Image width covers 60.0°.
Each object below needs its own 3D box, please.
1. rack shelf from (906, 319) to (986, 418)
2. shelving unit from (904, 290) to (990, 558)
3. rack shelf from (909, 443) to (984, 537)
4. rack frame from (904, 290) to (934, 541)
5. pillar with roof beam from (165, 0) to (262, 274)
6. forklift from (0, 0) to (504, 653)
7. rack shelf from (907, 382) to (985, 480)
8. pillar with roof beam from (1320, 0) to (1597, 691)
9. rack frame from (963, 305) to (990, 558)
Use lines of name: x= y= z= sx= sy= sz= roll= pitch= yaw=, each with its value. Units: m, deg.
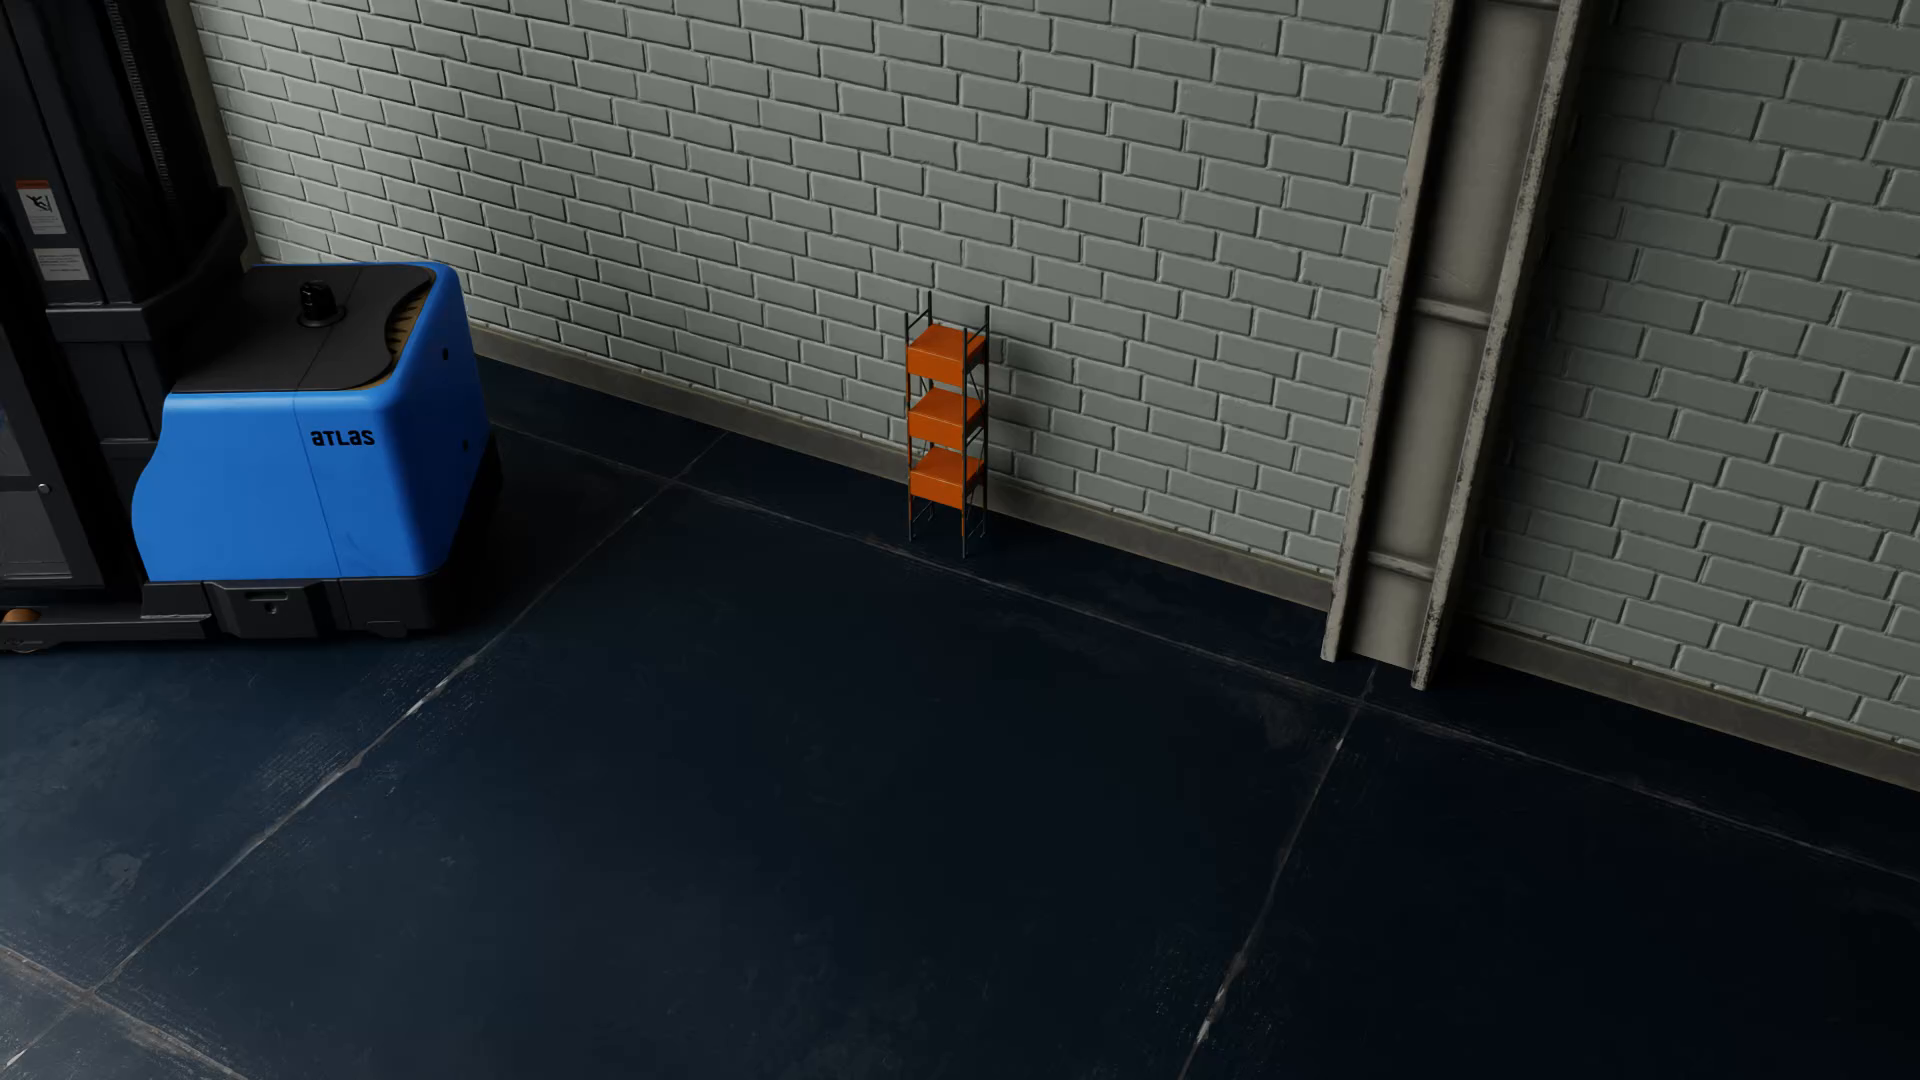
rack shelf: x=-0.048 y=-0.651 z=6.287 sx=0.240 sy=0.259 sz=0.215 roll=17 pitch=41 yaw=21
shelving unit: x=-0.048 y=-0.433 z=6.452 sx=0.252 sy=1.050 sz=0.215 roll=17 pitch=41 yaw=21
rack shelf: x=-0.048 y=-0.203 z=6.627 sx=0.240 sy=0.259 sz=0.215 roll=17 pitch=41 yaw=21
rack frame: x=-0.156 y=-0.467 z=6.497 sx=0.008 sy=1.050 sz=0.200 roll=17 pitch=41 yaw=21
pillar with roof beam: x=-5.724 y=-2.530 z=2.640 sx=0.400 sy=9.000 sz=9.100 roll=17 pitch=41 yaw=21
forklift: x=-3.410 y=-1.070 z=5.735 sx=3.031 sy=2.935 sz=1.130 roll=-1 pitch=37 yaw=-1
rack shelf: x=-0.048 y=-0.425 z=6.459 sx=0.240 sy=0.259 sz=0.215 roll=17 pitch=41 yaw=21
pillar with roof beam: x=-0.396 y=-0.862 z=0.443 sx=0.400 sy=9.000 sz=9.100 roll=17 pitch=41 yaw=21
rack frame: x=0.061 y=-0.399 z=6.407 sx=0.008 sy=1.050 sz=0.200 roll=17 pitch=41 yaw=21
